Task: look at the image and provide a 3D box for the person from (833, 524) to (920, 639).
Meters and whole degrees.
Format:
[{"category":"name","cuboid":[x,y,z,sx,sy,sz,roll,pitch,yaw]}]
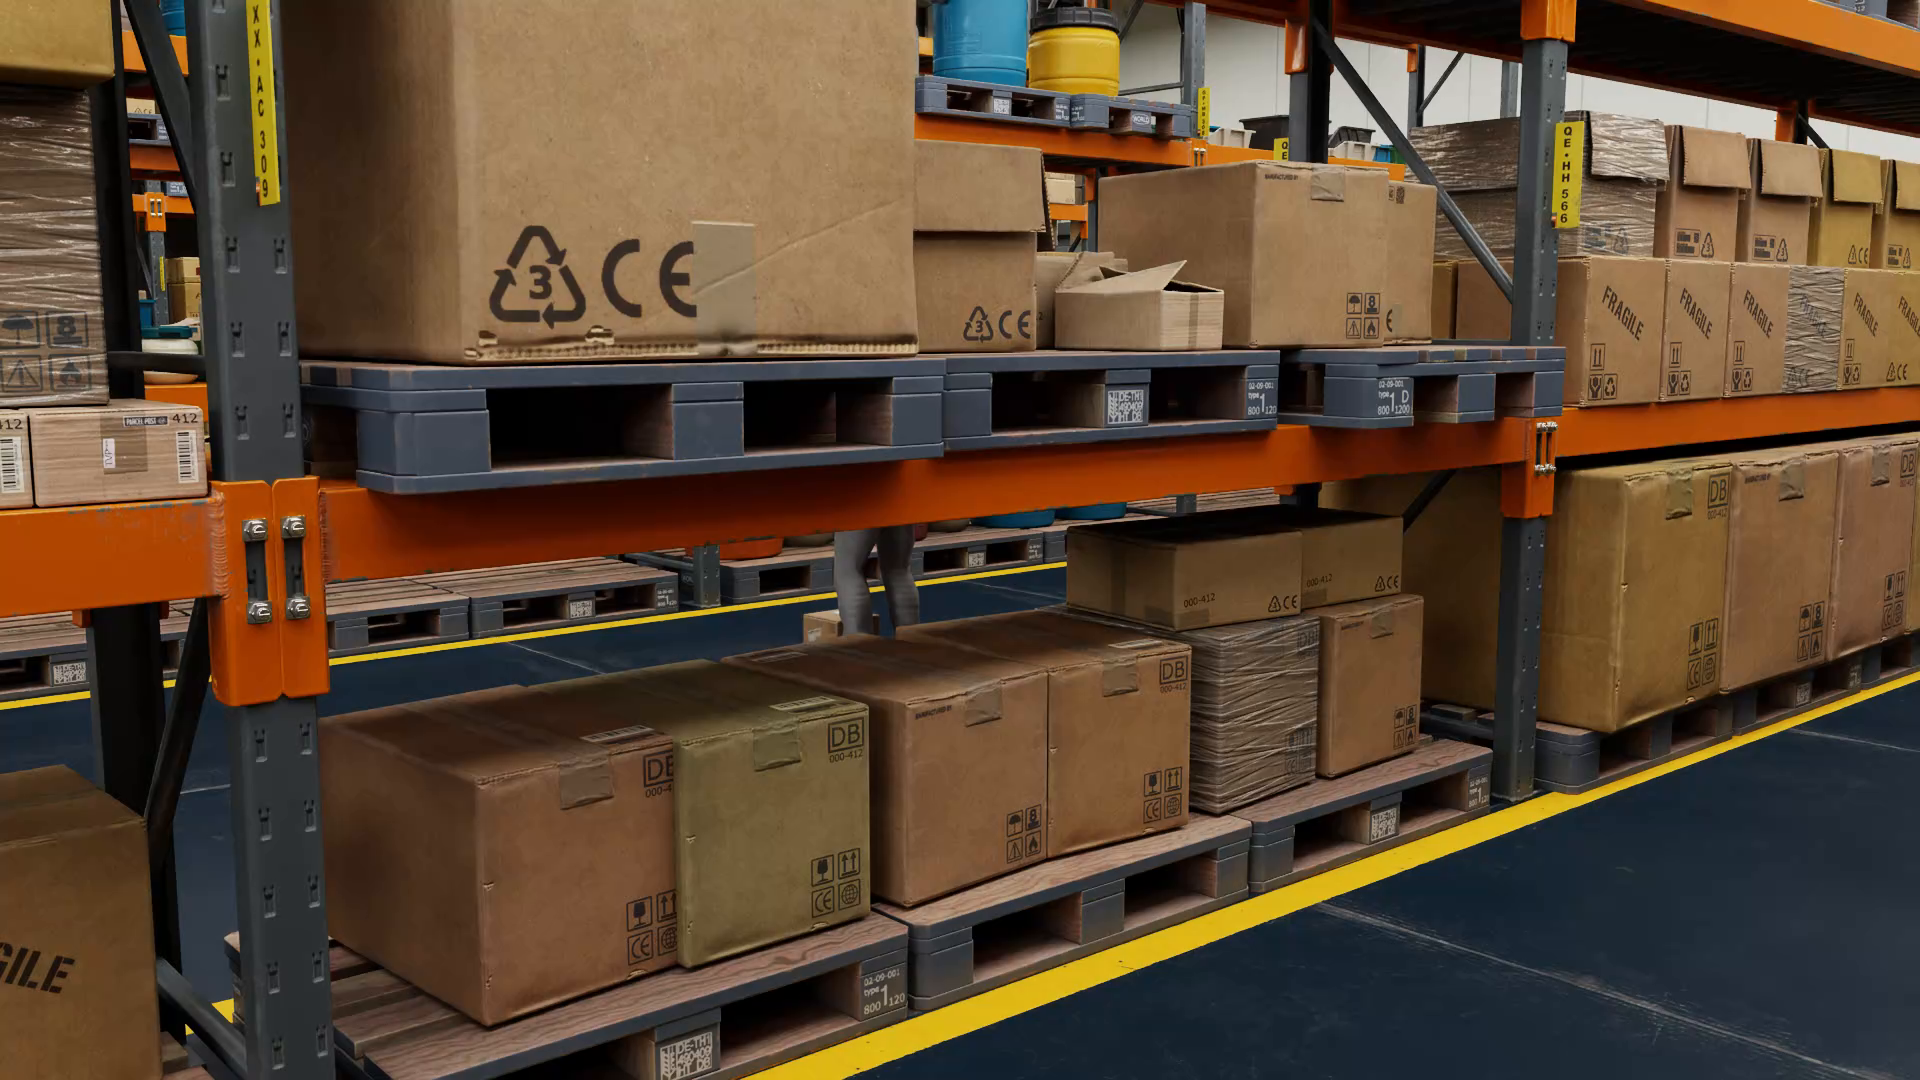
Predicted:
[{"category":"person","cuboid":[-0.390,-0.210,7.392,0.518,1.656,0.427,-7,10,-44]}]
